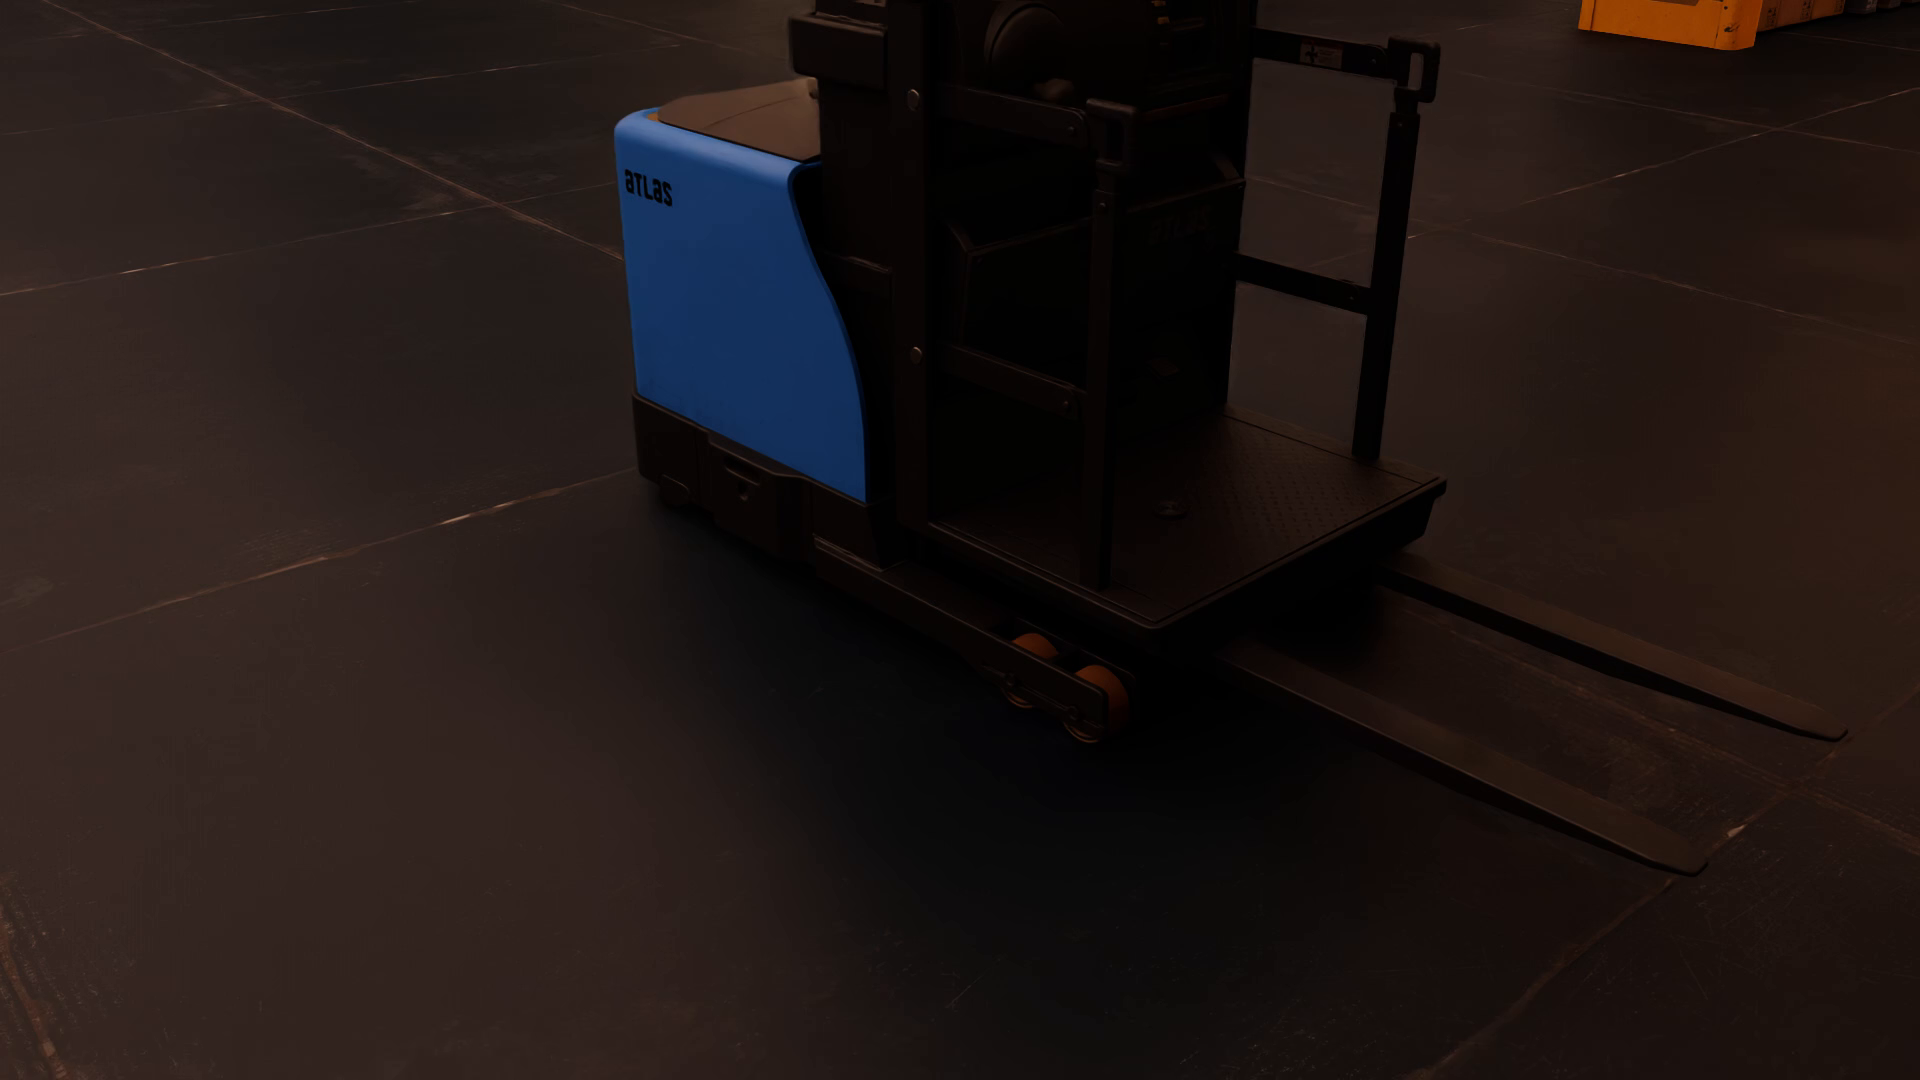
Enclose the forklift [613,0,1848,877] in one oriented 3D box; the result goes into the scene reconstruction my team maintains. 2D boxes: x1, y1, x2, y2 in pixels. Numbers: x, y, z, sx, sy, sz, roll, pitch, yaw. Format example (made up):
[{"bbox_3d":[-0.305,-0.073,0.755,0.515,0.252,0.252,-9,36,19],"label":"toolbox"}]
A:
[{"bbox_3d":[0.458,-1.130,3.481,1.130,2.935,3.031,-23,34,-38],"label":"forklift"}]
